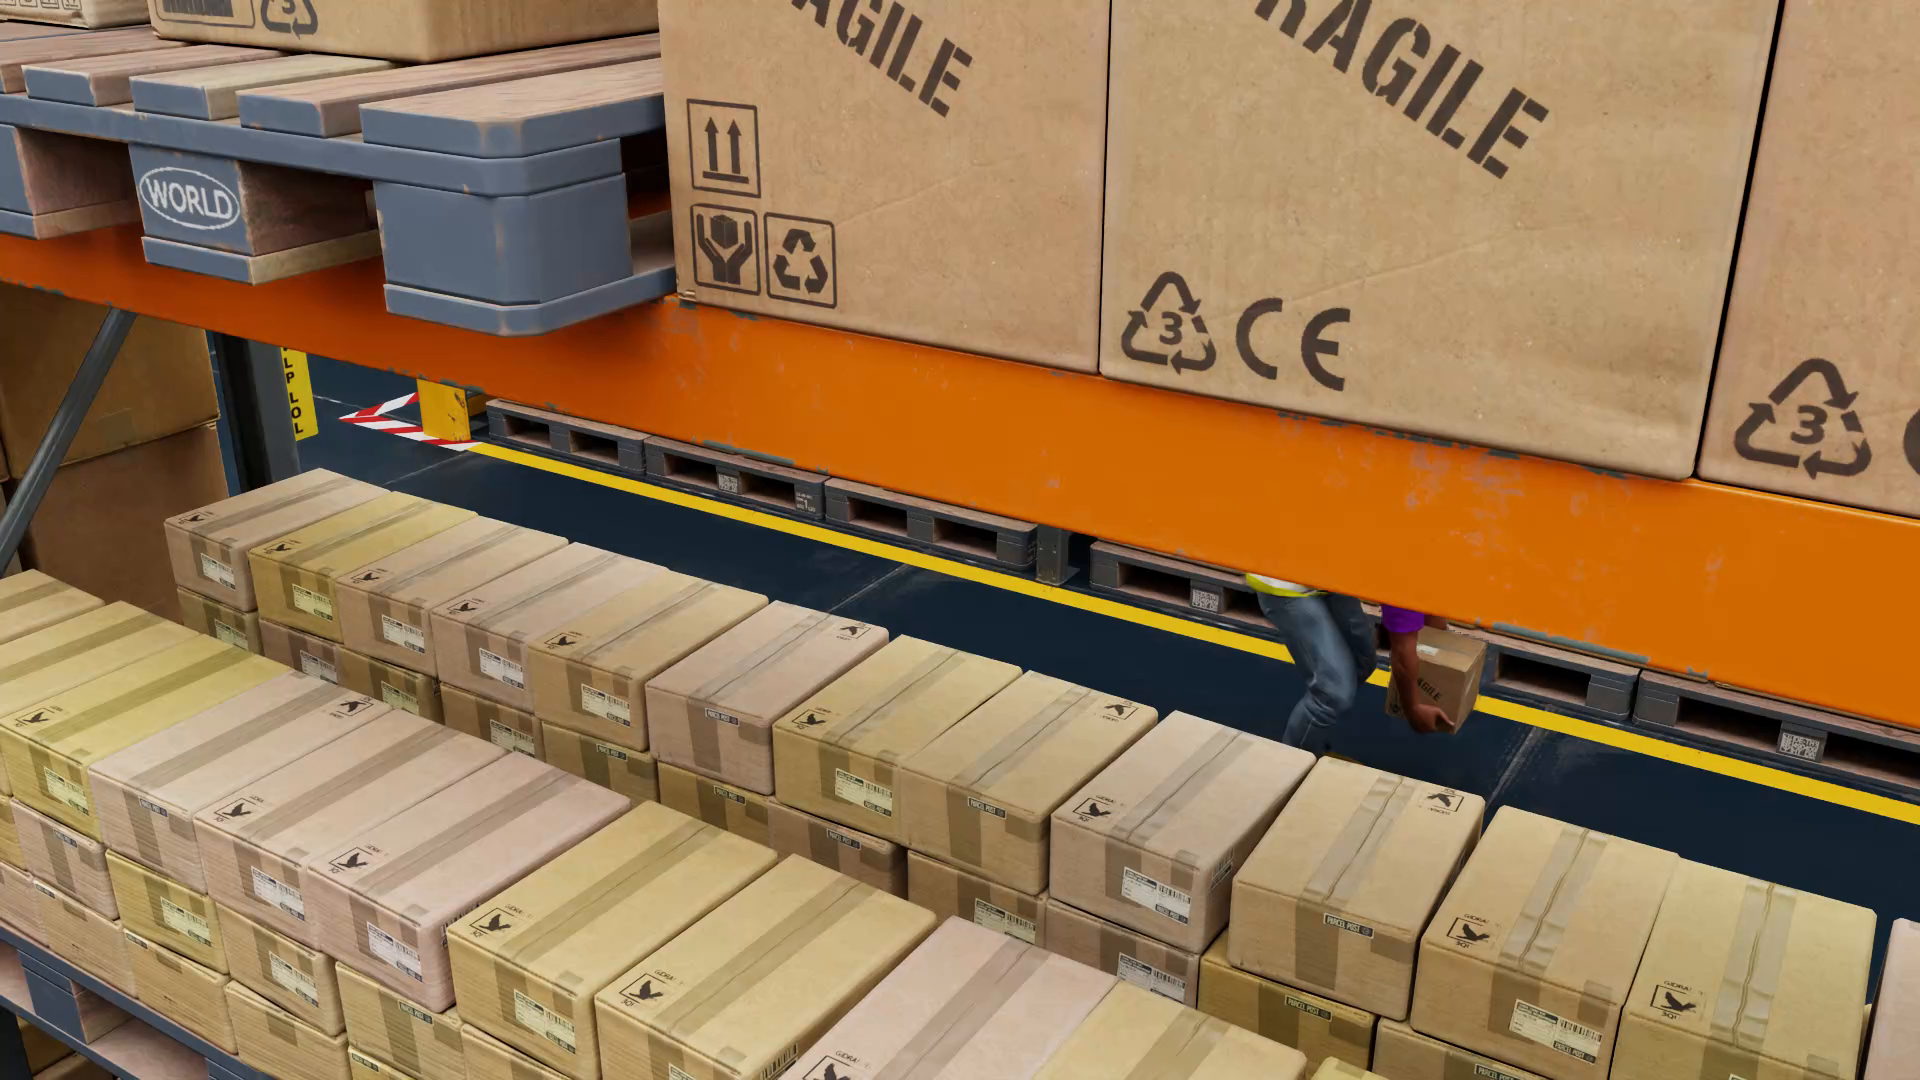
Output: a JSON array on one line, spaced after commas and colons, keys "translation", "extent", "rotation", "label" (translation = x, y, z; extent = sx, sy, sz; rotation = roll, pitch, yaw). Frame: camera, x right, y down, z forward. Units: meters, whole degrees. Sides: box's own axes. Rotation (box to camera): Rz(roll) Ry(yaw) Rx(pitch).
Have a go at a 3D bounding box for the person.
[{"translation": [1.464, 0.342, 5.840], "extent": [0.924, 1.309, 0.493], "rotation": [13, 26, 27], "label": "person"}]
